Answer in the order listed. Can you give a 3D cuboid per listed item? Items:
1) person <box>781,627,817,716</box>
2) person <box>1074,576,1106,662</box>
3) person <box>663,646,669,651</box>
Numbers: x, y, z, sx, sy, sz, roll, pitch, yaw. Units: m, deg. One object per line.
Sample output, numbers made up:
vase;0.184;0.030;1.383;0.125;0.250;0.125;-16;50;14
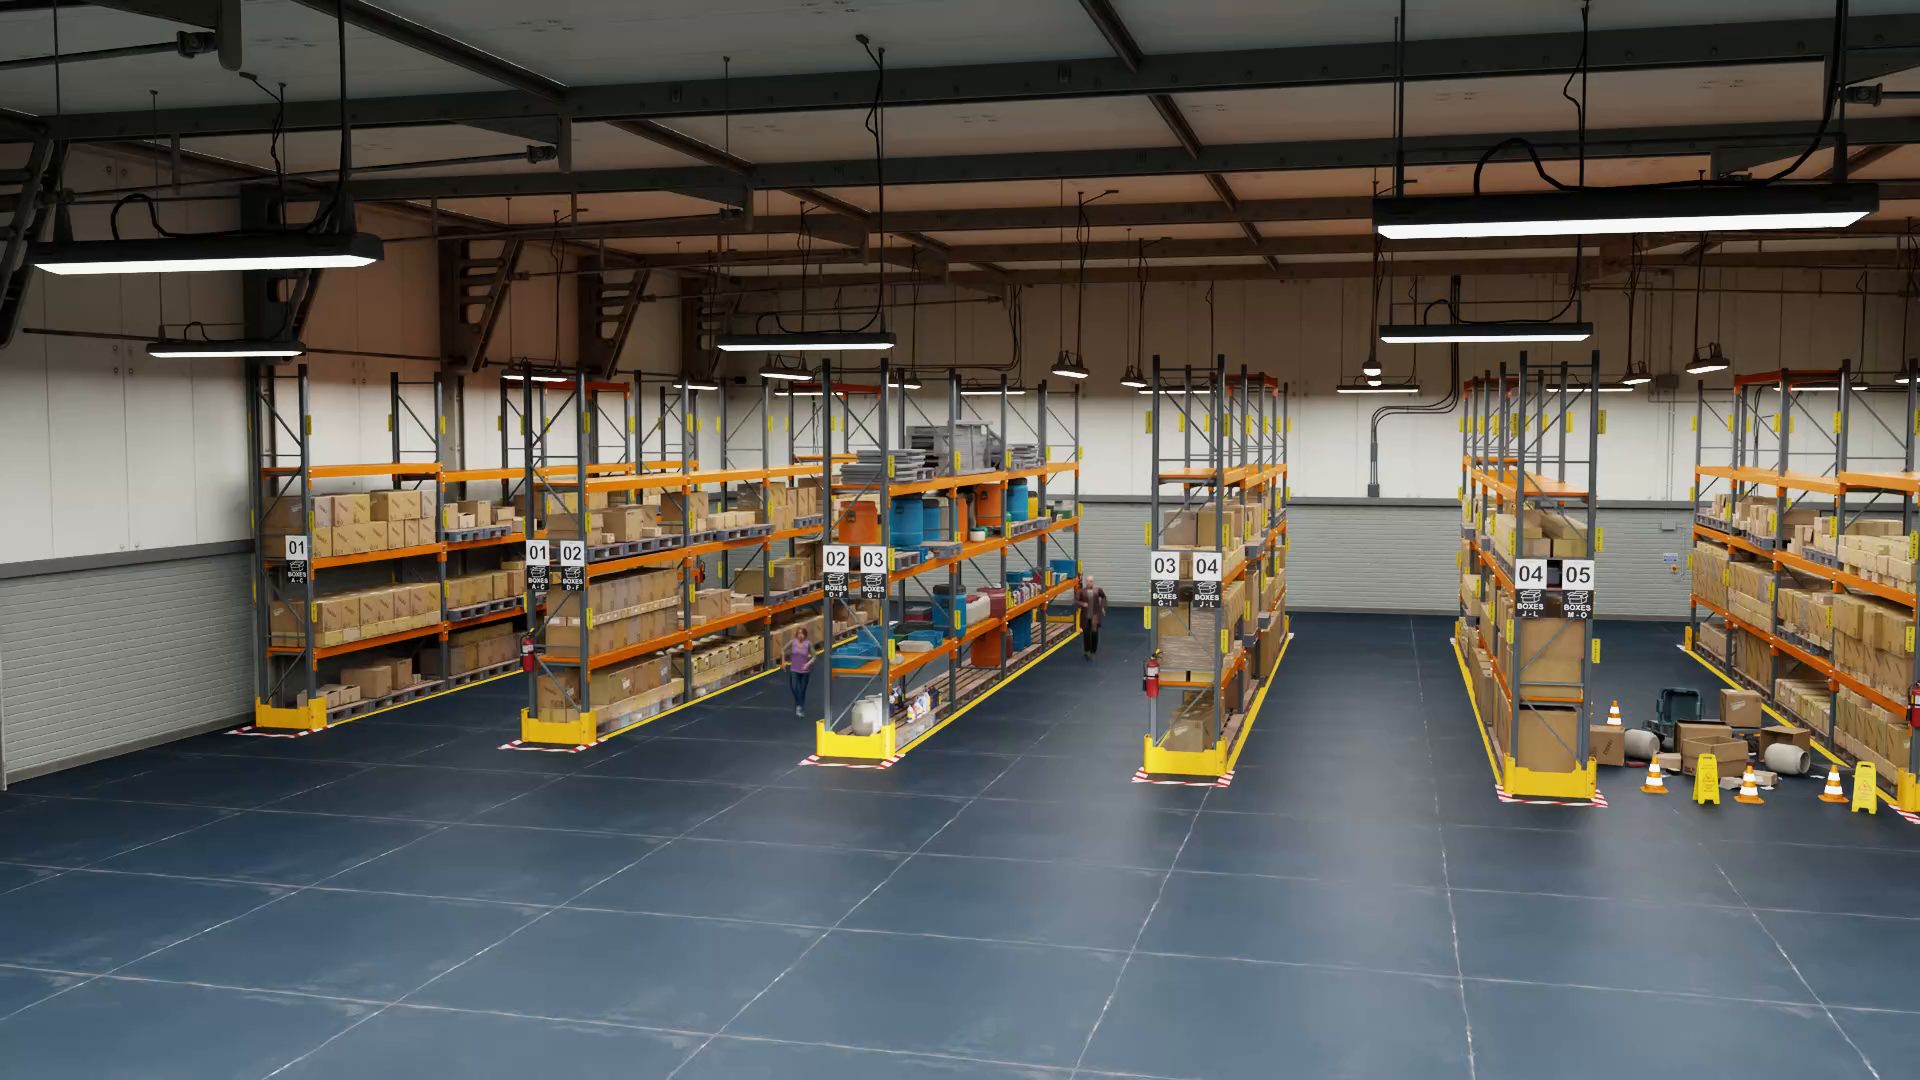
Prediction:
person;-2.759;2.253;28.467;0.623;1.557;0.599;0;4;0
person;2.772;1.677;35.472;0.676;1.837;0.908;0;4;5
person;-6.194;1.838;34.234;0.480;1.670;0.801;1;4;10
